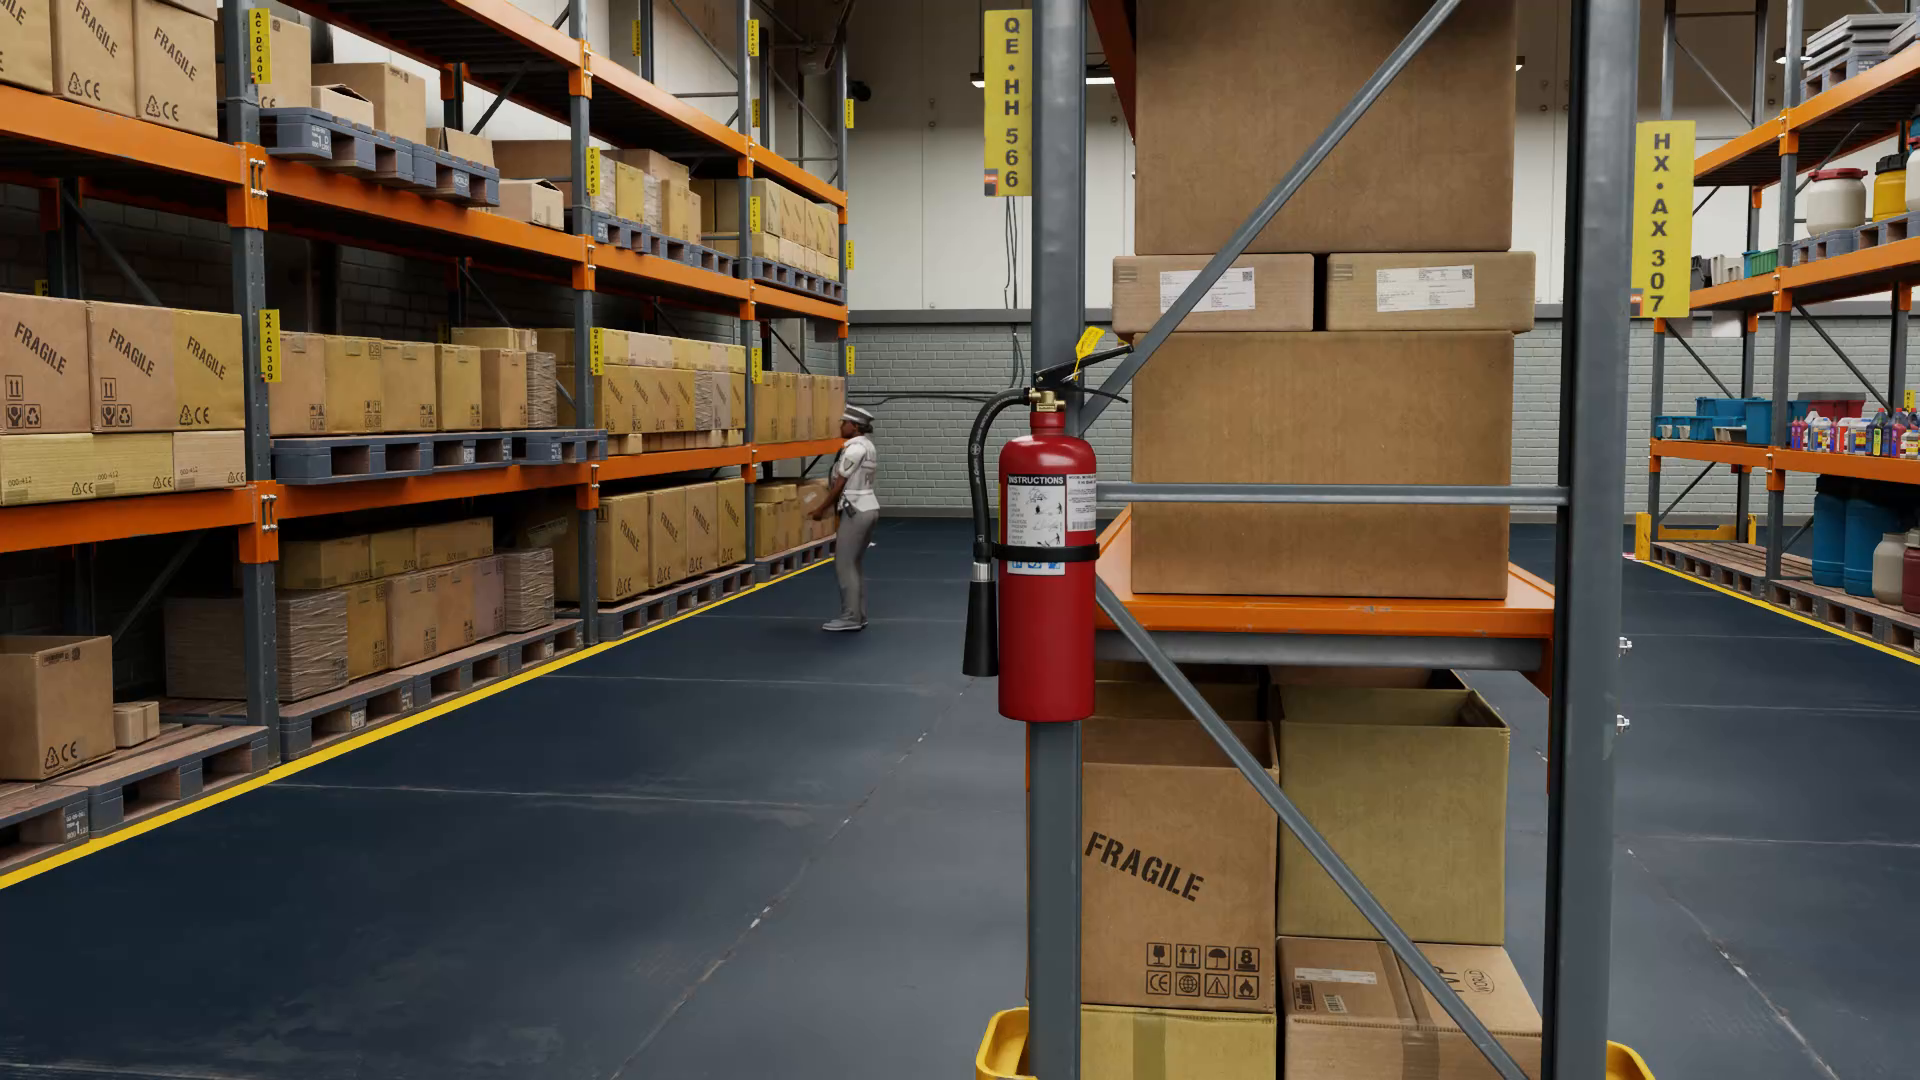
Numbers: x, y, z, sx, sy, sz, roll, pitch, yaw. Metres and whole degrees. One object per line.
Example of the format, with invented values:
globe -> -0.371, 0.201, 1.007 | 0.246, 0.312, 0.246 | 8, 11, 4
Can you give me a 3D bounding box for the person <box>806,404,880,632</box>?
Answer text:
person -> -0.864, -0.169, 12.391 | 0.521, 1.691, 0.424 | 1, 5, 8
